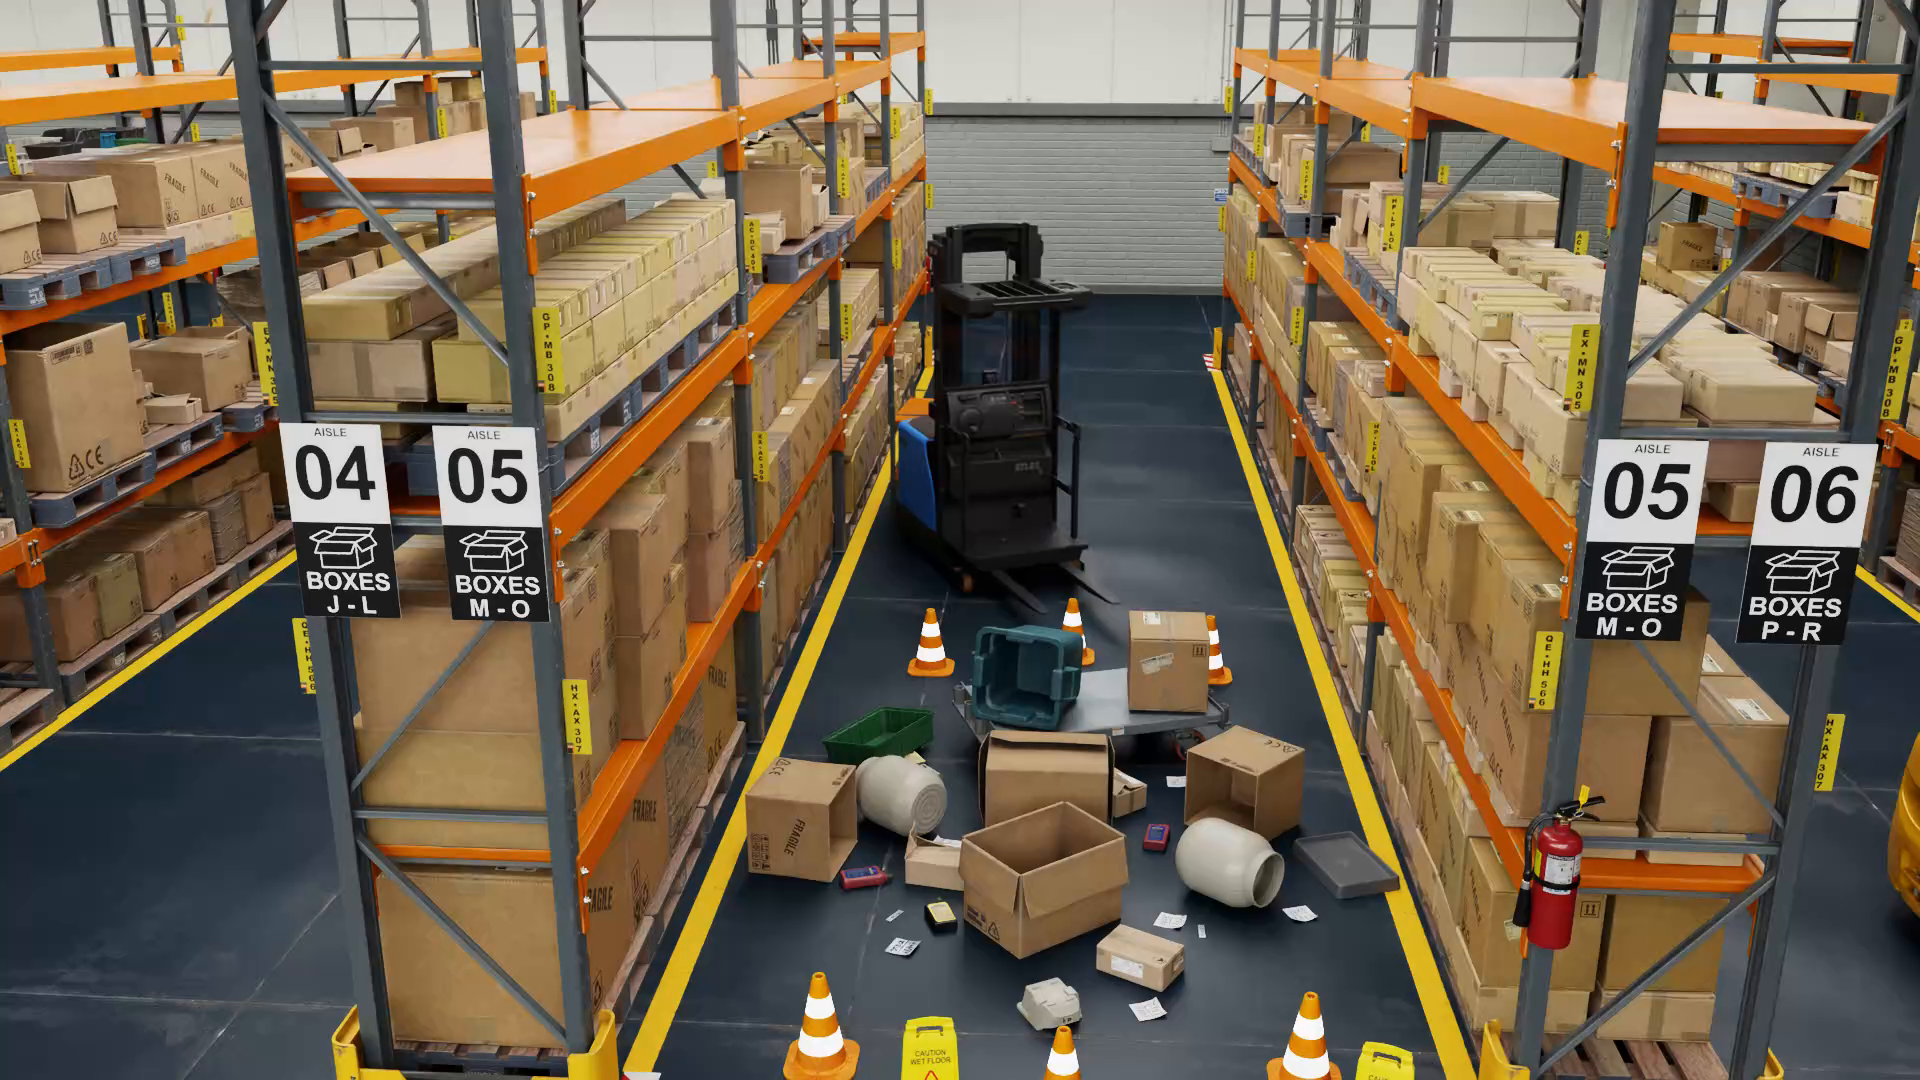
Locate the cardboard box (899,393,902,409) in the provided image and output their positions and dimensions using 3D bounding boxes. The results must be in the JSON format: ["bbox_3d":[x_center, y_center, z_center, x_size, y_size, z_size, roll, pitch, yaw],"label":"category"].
[{"bbox_3d":[-0.876,-1.609,19.246,0.380,0.149,0.250,2,18,6],"label":"cardboard box"}]

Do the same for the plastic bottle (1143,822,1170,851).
[{"bbox_3d":[1.167,1.744,9.830,0.133,0.061,0.283,4,19,13],"label":"plastic bottle"}]

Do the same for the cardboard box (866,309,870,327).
[{"bbox_3d":[-1.129,-2.292,17.156,0.380,0.149,0.250,0,18,1],"label":"cardboard box"}]

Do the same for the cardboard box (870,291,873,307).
[{"bbox_3d":[-1.111,-2.510,17.344,0.380,0.149,0.250,2,18,6],"label":"cardboard box"}]

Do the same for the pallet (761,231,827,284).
[{"bbox_3d":[-1.599,-2.120,12.389,1.003,0.211,1.213,2,18,6],"label":"pallet"}]

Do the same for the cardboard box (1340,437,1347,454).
[{"bbox_3d":[3.043,-0.736,12.409,0.380,0.149,0.250,2,18,6],"label":"cardboard box"}]

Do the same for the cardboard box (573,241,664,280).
[{"bbox_3d":[-1.650,-1.351,8.027,0.380,0.149,0.250,2,18,5],"label":"cardboard box"}]

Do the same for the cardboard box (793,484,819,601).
[{"bbox_3d":[-1.721,-0.005,13.386,1.050,0.750,0.750,2,18,5],"label":"cardboard box"}]

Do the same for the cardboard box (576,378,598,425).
[{"bbox_3d":[-1.740,-0.580,6.954,0.380,0.149,0.250,1,18,4],"label":"cardboard box"}]

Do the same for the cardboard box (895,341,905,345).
[{"bbox_3d":[-0.882,-2.372,20.620,0.380,0.149,0.250,1,18,2],"label":"cardboard box"}]

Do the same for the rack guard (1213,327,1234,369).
[{"bbox_3d":[3.992,-2.558,22.254,1.175,0.500,0.348,1,18,4],"label":"rack guard"}]

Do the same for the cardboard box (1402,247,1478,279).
[{"bbox_3d":[2.782,-1.606,9.640,0.380,0.149,0.250,1,18,3],"label":"cardboard box"}]

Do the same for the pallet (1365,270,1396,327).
[{"bbox_3d":[3.280,-1.537,10.608,1.213,0.211,1.003,1,18,4],"label":"pallet"}]

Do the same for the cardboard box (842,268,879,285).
[{"bbox_3d":[-1.075,-2.809,17.780,0.380,0.149,0.250,2,18,6],"label":"cardboard box"}]

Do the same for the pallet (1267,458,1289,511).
[{"bbox_3d":[3.638,-0.550,16.589,1.003,0.211,1.213,1,18,4],"label":"pallet"}]

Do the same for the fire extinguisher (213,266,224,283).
[{"bbox_3d":[-10.371,-3.893,23.037,0.296,0.674,0.183,1,18,4],"label":"fire extinguisher"}]

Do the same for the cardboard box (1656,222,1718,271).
[{"bbox_3d":[8.533,-3.455,19.534,0.500,0.500,0.500,2,18,5],"label":"cardboard box"}]

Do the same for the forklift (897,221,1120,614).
[{"bbox_3d":[0.412,-1.093,13.879,1.130,2.935,3.031,-7,19,-19],"label":"forklift"}]

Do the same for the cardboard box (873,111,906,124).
[{"bbox_3d":[-0.831,-4.930,19.459,0.380,0.149,0.250,1,18,2],"label":"cardboard box"}]

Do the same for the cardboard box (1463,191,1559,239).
[{"bbox_3d":[3.597,-2.130,10.881,0.500,0.250,0.500,1,18,3],"label":"cardboard box"}]

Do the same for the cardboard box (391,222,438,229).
[{"bbox_3d":[-6.375,-3.448,19.515,0.500,0.500,0.500,1,18,4],"label":"cardboard box"}]

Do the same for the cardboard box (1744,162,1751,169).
[{"bbox_3d":[8.236,-3.856,16.951,0.380,0.149,0.250,2,18,5],"label":"cardboard box"}]

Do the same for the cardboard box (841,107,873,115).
[{"bbox_3d":[-1.265,-5.184,20.234,0.380,0.149,0.250,2,18,5],"label":"cardboard box"}]

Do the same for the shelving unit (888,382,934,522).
[{"bbox_3d":[-0.322,-0.853,16.048,0.538,1.125,1.048,3,18,9],"label":"shelving unit"}]

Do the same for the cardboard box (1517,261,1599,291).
[{"bbox_3d":[3.275,-1.432,9.108,0.380,0.149,0.250,2,18,5],"label":"cardboard box"}]

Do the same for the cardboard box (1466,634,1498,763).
[{"bbox_3d":[2.648,0.712,7.622,0.500,0.500,0.500,1,18,4],"label":"cardboard box"}]

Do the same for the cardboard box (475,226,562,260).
[{"bbox_3d":[-2.270,-1.522,8.548,0.380,0.149,0.250,1,18,4],"label":"cardboard box"}]

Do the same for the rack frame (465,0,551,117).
[{"bbox_3d":[-5.895,-6.811,21.583,1.000,3.000,0.127,1,18,4],"label":"rack frame"}]

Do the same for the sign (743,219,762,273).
[{"bbox_3d":[-1.261,-1.787,10.113,0.100,0.325,0.005,1,18,4],"label":"sign"}]

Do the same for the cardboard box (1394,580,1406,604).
[{"bbox_3d":[2.821,0.278,9.987,0.380,0.149,0.250,2,18,6],"label":"cardboard box"}]

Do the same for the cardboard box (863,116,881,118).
[{"bbox_3d":[-0.901,-4.684,18.708,0.380,0.149,0.250,1,18,2],"label":"cardboard box"}]

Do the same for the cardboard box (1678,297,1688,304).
[{"bbox_3d":[8.453,-2.695,19.062,0.380,0.149,0.250,1,18,3],"label":"cardboard box"}]

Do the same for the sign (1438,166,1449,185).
[{"bbox_3d":[3.958,-2.912,13.673,0.100,0.325,0.005,1,18,4],"label":"sign"}]

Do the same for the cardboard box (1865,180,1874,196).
[{"bbox_3d":[8.277,-3.119,14.735,0.380,0.149,0.250,1,18,4],"label":"cardboard box"}]

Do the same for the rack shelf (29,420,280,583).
[{"bbox_3d":[-6.611,-0.512,13.151,1.077,0.370,4.000,1,18,4],"label":"rack shelf"}]

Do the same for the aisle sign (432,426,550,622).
[{"bbox_3d":[-1.807,-0.055,6.426,0.394,0.787,0.004,1,18,4],"label":"aisle sign"}]

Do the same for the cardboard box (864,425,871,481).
[{"bbox_3d":[-1.158,-0.874,16.441,0.500,0.500,0.500,1,18,3],"label":"cardboard box"}]

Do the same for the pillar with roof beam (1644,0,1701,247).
[{"bbox_3d":[5.739,-7.393,23.361,9.100,9.000,0.400,1,18,4],"label":"pillar with roof beam"}]

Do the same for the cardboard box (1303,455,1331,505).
[{"bbox_3d":[3.549,-0.656,15.174,0.875,0.875,0.875,1,18,3],"label":"cardboard box"}]

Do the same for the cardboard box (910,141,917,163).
[{"bbox_3d":[-0.802,-4.712,20.237,0.500,0.250,0.500,2,18,6],"label":"cardboard box"}]

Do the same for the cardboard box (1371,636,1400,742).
[{"bbox_3d":[2.818,0.916,10.173,0.500,0.500,0.500,2,18,7],"label":"cardboard box"}]

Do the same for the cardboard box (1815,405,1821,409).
[{"bbox_3d":[8.352,-1.271,16.610,0.380,0.149,0.250,1,18,4],"label":"cardboard box"}]

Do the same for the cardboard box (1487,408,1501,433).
[{"bbox_3d":[2.709,-0.589,7.818,0.380,0.149,0.250,1,18,2],"label":"cardboard box"}]

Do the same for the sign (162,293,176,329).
[{"bbox_3d":[-7.022,-2.037,14.789,0.100,0.325,0.005,1,18,4],"label":"sign"}]

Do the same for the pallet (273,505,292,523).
[{"bbox_3d":[-6.336,-0.393,16.111,1.003,0.211,1.213,1,18,4],"label":"pallet"}]

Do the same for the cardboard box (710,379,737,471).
[{"bbox_3d":[-1.785,-0.768,11.009,0.700,0.500,0.500,1,18,3],"label":"cardboard box"}]

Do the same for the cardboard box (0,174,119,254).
[{"bbox_3d":[-6.556,-2.343,11.926,0.797,0.503,0.637,2,18,6],"label":"cardboard box"}]

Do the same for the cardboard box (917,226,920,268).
[{"bbox_3d":[-0.772,-3.701,21.090,0.500,0.500,0.500,1,18,3],"label":"cardboard box"}]

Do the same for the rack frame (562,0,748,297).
[{"bbox_3d":[-1.815,-2.942,9.775,1.000,3.000,0.127,1,18,4],"label":"rack frame"}]

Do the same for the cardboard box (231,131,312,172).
[{"bbox_3d":[-6.522,-3.609,15.794,0.500,0.500,0.500,2,18,7],"label":"cardboard box"}]

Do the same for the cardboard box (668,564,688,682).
[{"bbox_3d":[-1.940,0.456,8.800,0.875,0.550,0.500,1,18,4],"label":"cardboard box"}]

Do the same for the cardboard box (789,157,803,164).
[{"bbox_3d":[-1.678,-3.300,15.525,0.500,0.500,0.500,1,18,4],"label":"cardboard box"}]

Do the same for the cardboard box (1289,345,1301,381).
[{"bbox_3d":[3.198,-1.576,14.681,0.500,0.250,0.500,1,18,4],"label":"cardboard box"}]

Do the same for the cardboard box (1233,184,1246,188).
[{"bbox_3d":[3.688,-4.465,21.252,0.380,0.149,0.250,2,18,5],"label":"cardboard box"}]

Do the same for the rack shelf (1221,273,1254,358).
[{"bbox_3d":[3.847,-2.775,20.058,1.077,0.370,4.000,1,18,4],"label":"rack shelf"}]
